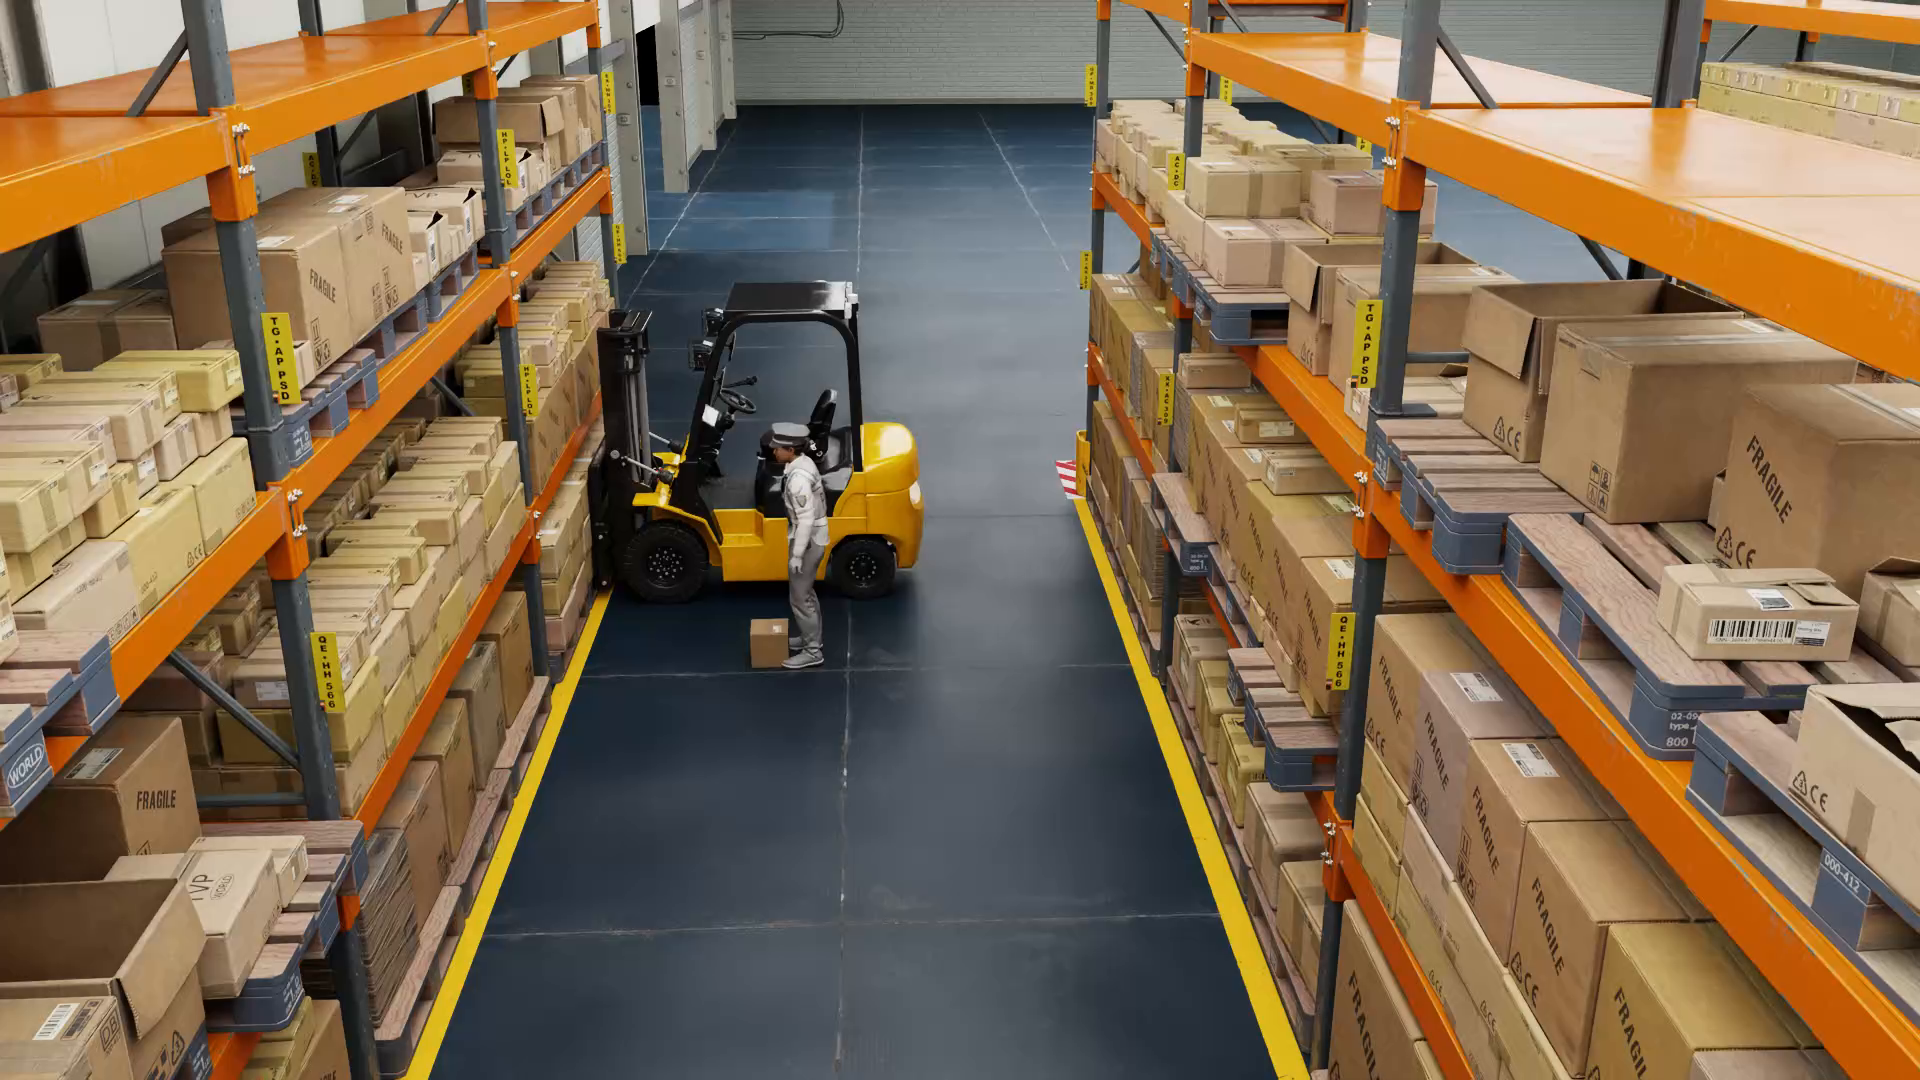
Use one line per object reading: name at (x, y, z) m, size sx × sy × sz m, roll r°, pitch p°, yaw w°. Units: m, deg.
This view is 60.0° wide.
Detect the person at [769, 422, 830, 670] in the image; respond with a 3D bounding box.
person at (-1.046, 0.030, 10.991) m, size 0.374 × 1.664 × 0.540 m, roll -2°, pitch 21°, yaw -5°
